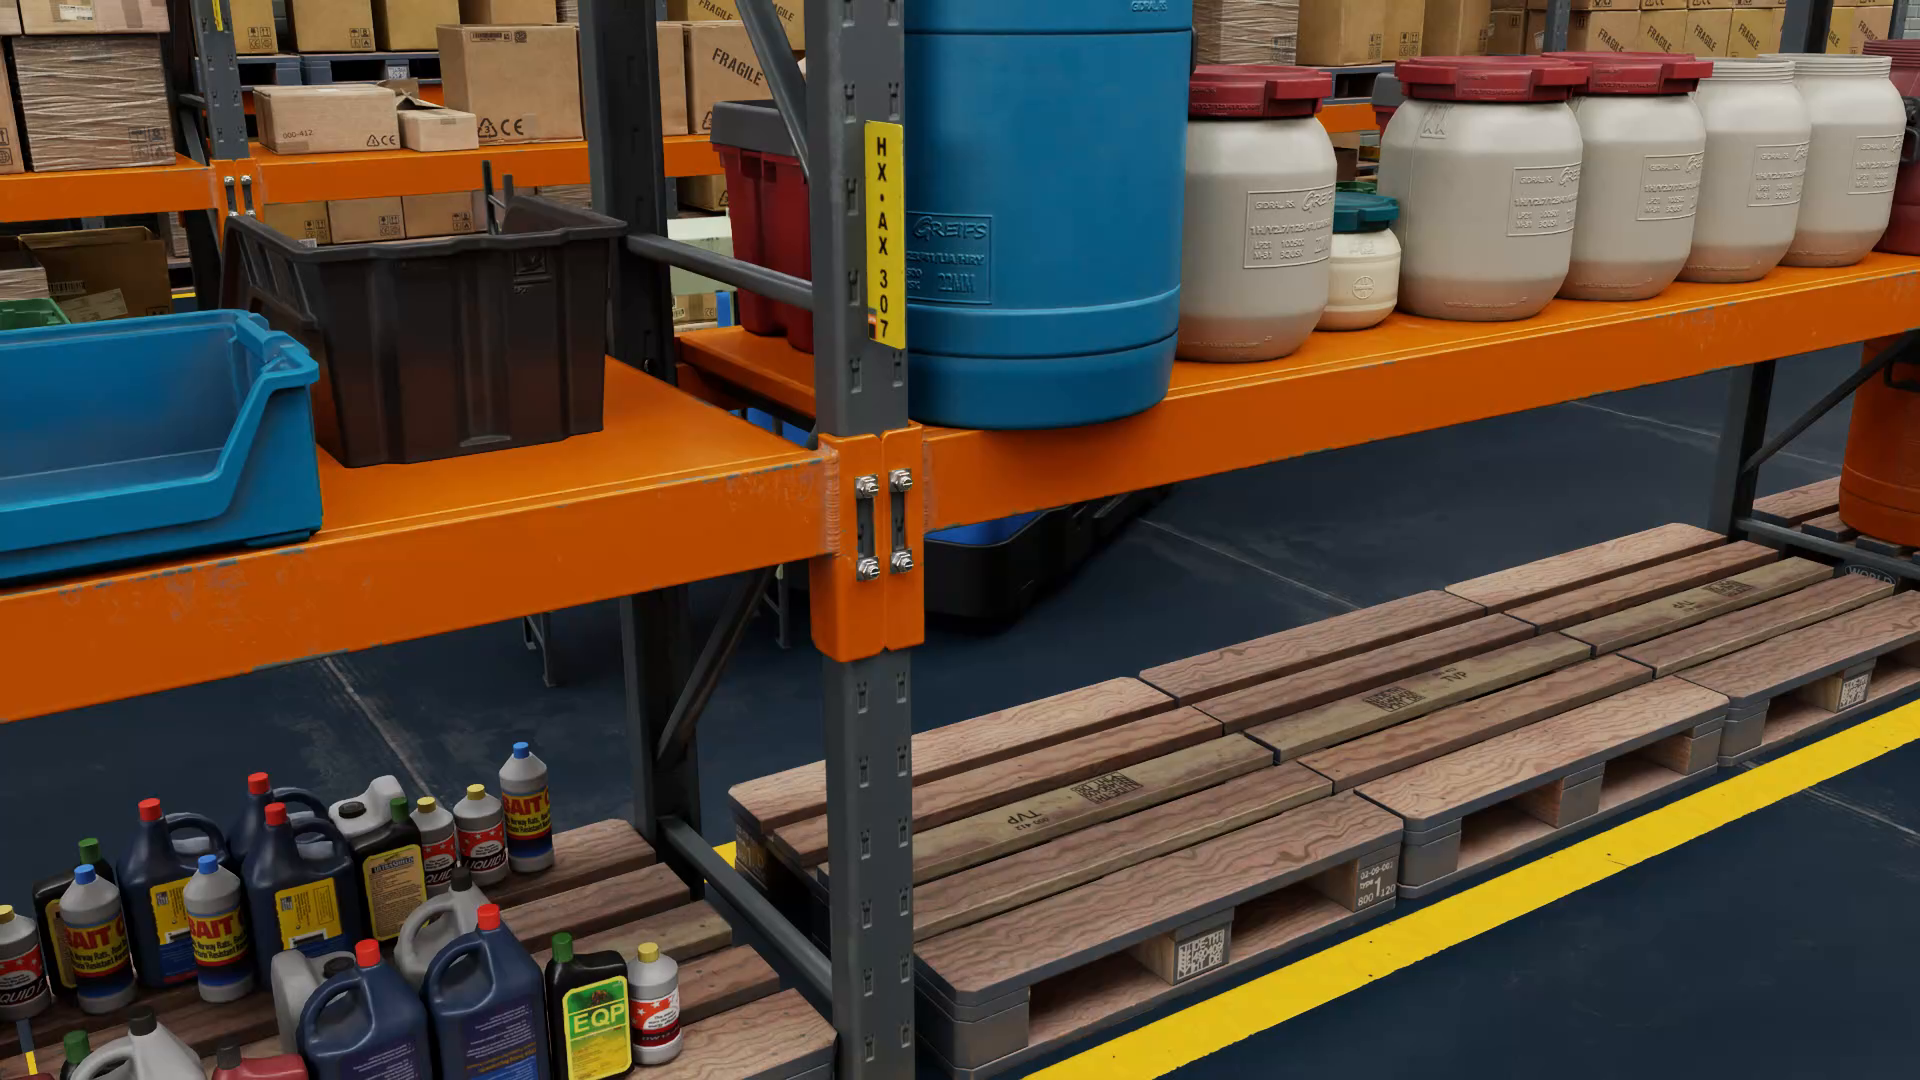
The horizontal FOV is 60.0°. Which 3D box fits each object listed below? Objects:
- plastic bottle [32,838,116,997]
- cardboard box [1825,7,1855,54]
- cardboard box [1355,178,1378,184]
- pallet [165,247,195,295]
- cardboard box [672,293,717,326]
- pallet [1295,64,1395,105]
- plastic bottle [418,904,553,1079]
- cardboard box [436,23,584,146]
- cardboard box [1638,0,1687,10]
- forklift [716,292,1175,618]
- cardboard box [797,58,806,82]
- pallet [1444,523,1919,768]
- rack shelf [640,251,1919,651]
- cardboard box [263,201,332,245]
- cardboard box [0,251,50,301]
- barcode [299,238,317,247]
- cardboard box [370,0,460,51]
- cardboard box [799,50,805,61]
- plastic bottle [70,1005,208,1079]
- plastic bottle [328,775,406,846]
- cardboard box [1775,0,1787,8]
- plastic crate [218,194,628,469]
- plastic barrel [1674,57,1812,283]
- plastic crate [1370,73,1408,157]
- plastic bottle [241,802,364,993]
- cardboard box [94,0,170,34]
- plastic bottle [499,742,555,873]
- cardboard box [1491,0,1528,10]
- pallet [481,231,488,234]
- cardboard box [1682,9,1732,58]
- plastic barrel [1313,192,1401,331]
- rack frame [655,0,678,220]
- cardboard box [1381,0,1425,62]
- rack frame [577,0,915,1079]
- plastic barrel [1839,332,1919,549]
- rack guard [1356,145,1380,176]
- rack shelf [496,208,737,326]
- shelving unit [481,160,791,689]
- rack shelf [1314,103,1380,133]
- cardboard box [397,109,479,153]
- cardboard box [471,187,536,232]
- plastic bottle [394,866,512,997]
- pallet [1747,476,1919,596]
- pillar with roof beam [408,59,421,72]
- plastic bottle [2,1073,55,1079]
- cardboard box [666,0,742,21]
[{"bbox_3d":[-1.625,0.692,3.068,0.133,0.283,0.061,-11,21,-29],"label":"plastic bottle"},{"bbox_3d":[6.241,-3.711,12.382,0.500,0.500,0.500,-12,22,-31],"label":"cardboard box"},{"bbox_3d":[2.579,-2.111,11.020,0.500,0.500,0.500,-12,22,-31],"label":"cardboard box"},{"bbox_3d":[-5.204,-1.935,11.639,1.213,0.211,1.003,-12,22,-31],"label":"pallet"},{"bbox_3d":[-1.360,-1.233,7.972,0.500,0.311,0.500,-11,22,-30],"label":"cardboard box"},{"bbox_3d":[1.837,-2.752,10.000,1.213,0.211,1.003,-12,22,-31],"label":"pallet"},{"bbox_3d":[-0.784,0.768,2.737,0.185,0.351,0.144,-13,22,-33],"label":"plastic bottle"},{"bbox_3d":[-2.035,-2.065,7.514,0.500,0.500,0.500,-10,21,-28],"label":"cardboard box"},{"bbox_3d":[4.535,-3.823,11.152,0.500,0.500,0.500,-13,22,-33],"label":"cardboard box"},{"bbox_3d":[0.259,-1.572,6.319,1.130,2.935,3.031,8,20,23],"label":"forklift"},{"bbox_3d":[-0.638,-2.351,8.654,0.500,0.311,0.500,-12,22,-32],"label":"cardboard box"},{"bbox_3d":[2.268,0.274,5.105,1.213,0.211,1.003,-12,22,-31],"label":"pallet"},{"bbox_3d":[1.266,-0.480,4.104,4.000,0.370,1.077,-12,22,-31],"label":"rack shelf"},{"bbox_3d":[-4.843,-2.381,11.821,0.500,0.500,0.700,-12,22,-32],"label":"cardboard box"},{"bbox_3d":[-3.817,-0.821,6.455,0.500,0.500,0.500,-12,22,-31],"label":"cardboard box"},{"bbox_3d":[-2.683,-1.207,6.848,0.075,0.075,0.001,-12,22,-31],"label":"barcode"},{"bbox_3d":[-3.928,-3.768,11.863,0.500,0.500,0.700,-12,22,-31],"label":"cardboard box"},{"bbox_3d":[-1.272,-3.901,13.461,0.250,0.149,0.380,-11,22,-30],"label":"cardboard box"},{"bbox_3d":[-1.214,0.859,2.469,0.185,0.351,0.144,-12,22,-32],"label":"plastic bottle"},{"bbox_3d":[-1.167,0.617,3.303,0.135,0.276,0.152,-11,22,-29],"label":"plastic bottle"},{"bbox_3d":[5.824,-4.095,11.957,0.500,0.500,0.500,-11,22,-30],"label":"cardboard box"},{"bbox_3d":[-0.912,-0.381,2.785,0.504,0.338,0.767,-12,22,-31],"label":"plastic crate"},{"bbox_3d":[1.843,-0.914,4.089,0.421,0.512,0.421,0,19,0],"label":"plastic barrel"},{"bbox_3d":[1.418,-1.001,4.421,0.583,0.464,0.402,-12,22,-31],"label":"plastic crate"},{"bbox_3d":[-1.227,0.648,3.094,0.185,0.351,0.144,-12,22,-31],"label":"plastic bottle"},{"bbox_3d":[-3.235,-2.044,6.437,0.250,0.149,0.380,-12,22,-31],"label":"cardboard box"},{"bbox_3d":[-0.912,0.554,3.494,0.097,0.271,0.097,0,19,0],"label":"plastic bottle"},{"bbox_3d":[3.836,-3.883,11.328,0.500,0.500,0.500,-12,22,-31],"label":"cardboard box"},{"bbox_3d":[-3.166,-2.365,12.910,1.213,0.211,1.003,-12,22,-31],"label":"pallet"},{"bbox_3d":[4.976,-3.446,11.598,0.500,0.500,0.500,-12,22,-32],"label":"cardboard box"},{"bbox_3d":[0.785,-0.595,3.537,0.301,0.262,0.301,0,19,0],"label":"plastic barrel"},{"bbox_3d":[-2.512,-3.823,12.869,0.127,3.000,1.000,-12,22,-31],"label":"rack frame"},{"bbox_3d":[2.498,-3.288,10.475,0.500,0.500,0.700,-8,20,-23],"label":"cardboard box"},{"bbox_3d":[-0.404,-0.469,2.947,0.127,3.000,1.000,-12,22,-31],"label":"rack frame"},{"bbox_3d":[3.336,-0.435,5.580,0.708,0.830,0.600,-12,22,-31],"label":"plastic barrel"},{"bbox_3d":[4.189,-4.052,17.450,0.348,0.500,1.175,-12,22,-31],"label":"rack guard"},{"bbox_3d":[-0.958,-0.746,4.890,0.720,0.370,0.431,-8,20,-23],"label":"rack shelf"},{"bbox_3d":[-0.958,-0.377,5.016,0.755,1.500,0.431,-8,20,-23],"label":"shelving unit"},{"bbox_3d":[1.886,-2.510,10.109,4.000,0.370,1.077,-12,22,-31],"label":"rack shelf"},{"bbox_3d":[-2.273,-1.776,7.208,0.250,0.149,0.380,-12,22,-31],"label":"cardboard box"},{"bbox_3d":[-3.579,-2.647,12.606,0.500,0.500,0.700,-12,22,-31],"label":"cardboard box"},{"bbox_3d":[-0.863,0.730,2.851,0.185,0.351,0.144,-12,22,-31],"label":"plastic bottle"},{"bbox_3d":[3.572,-0.002,5.921,1.213,0.211,1.003,-12,22,-31],"label":"pallet"},{"bbox_3d":[-1.706,-5.516,8.510,0.400,9.000,9.100,-12,22,-31],"label":"pillar with roof beam"},{"bbox_3d":[-1.411,0.890,2.482,0.133,0.283,0.061,-12,22,-31],"label":"plastic bottle"},{"bbox_3d":[-1.966,-4.038,12.853,0.500,0.500,0.500,-11,22,-30],"label":"cardboard box"}]
